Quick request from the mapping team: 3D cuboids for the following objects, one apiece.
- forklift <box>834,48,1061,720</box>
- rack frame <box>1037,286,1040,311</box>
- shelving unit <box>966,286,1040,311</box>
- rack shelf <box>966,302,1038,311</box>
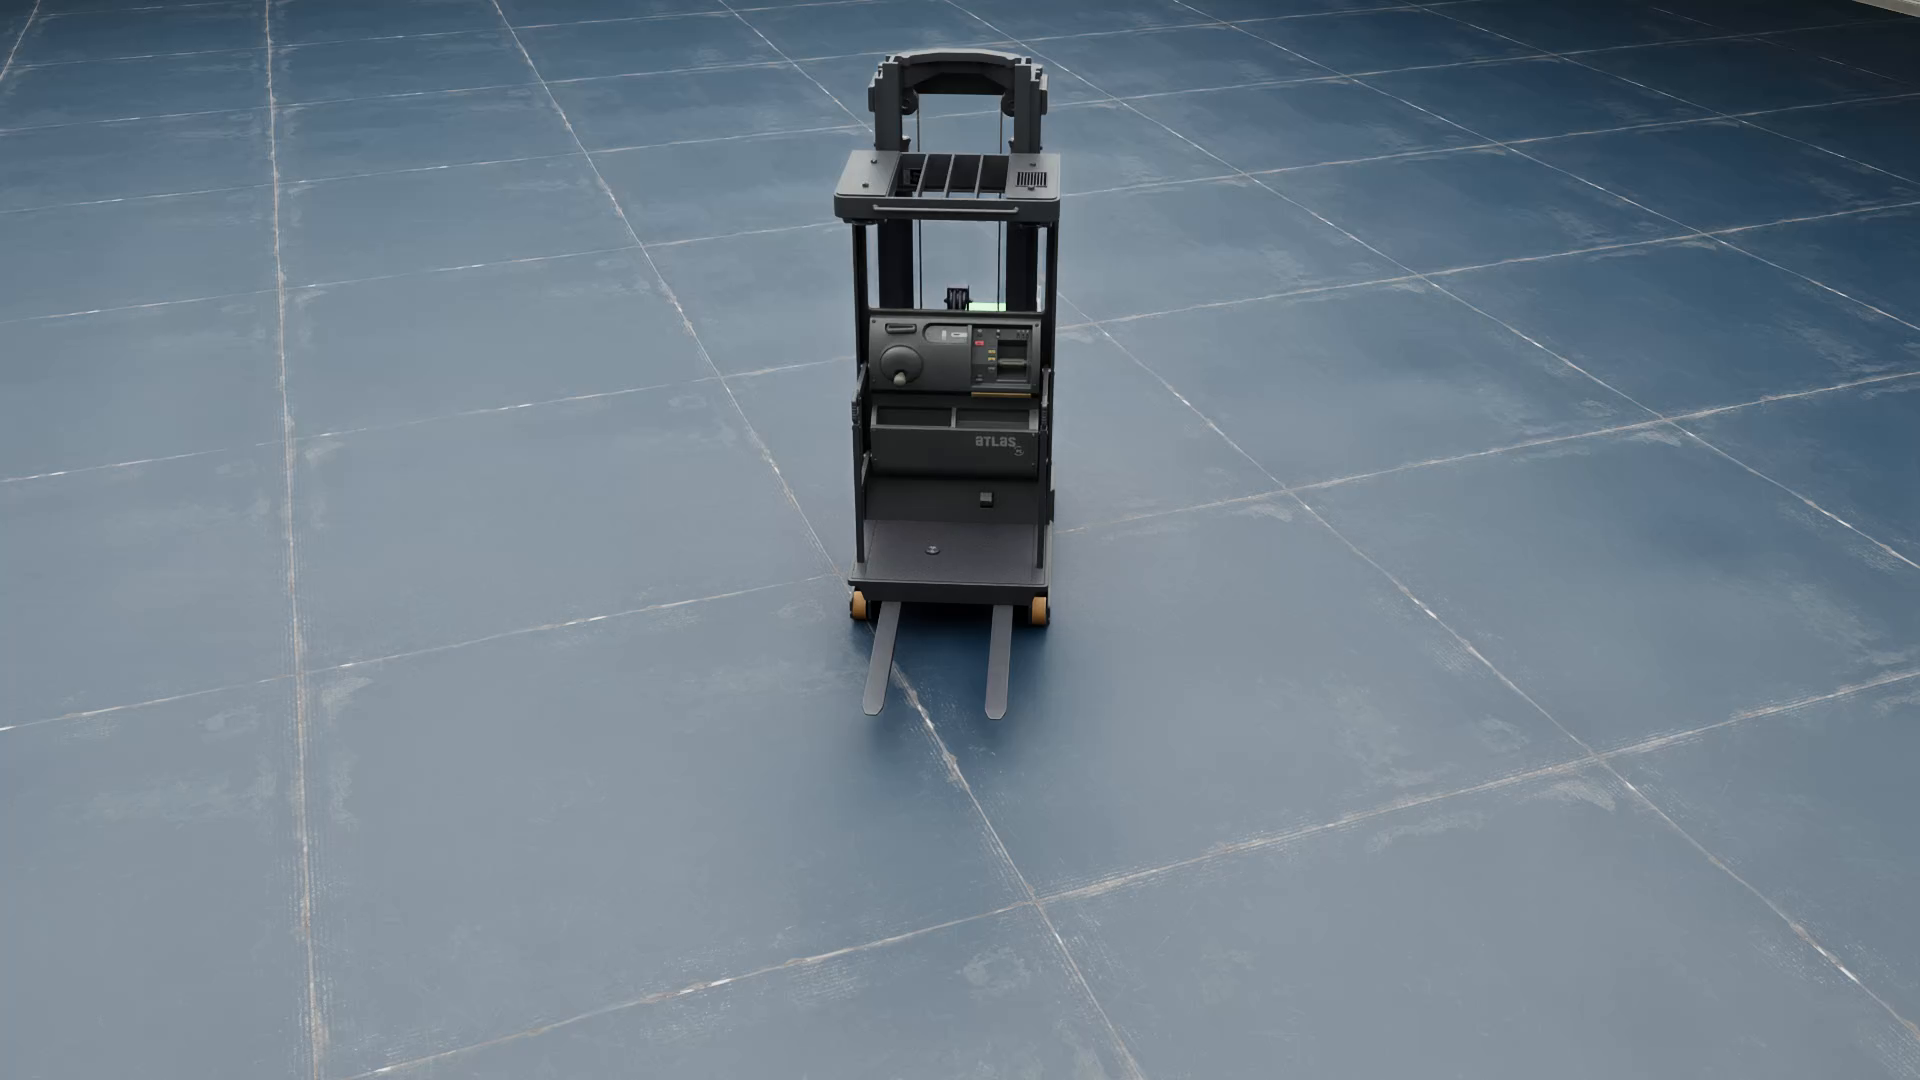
[{"bbox_3d":[-0.039,-0.963,8.830,1.130,2.935,3.031,2,30,3],"label":"forklift"},{"bbox_3d":[0.494,-1.021,10.681,0.015,1.200,0.240,1,30,2],"label":"rack frame"},{"bbox_3d":[0.250,-1.026,10.690,0.503,1.200,0.258,1,30,2],"label":"shelving unit"},{"bbox_3d":[0.250,-1.388,10.484,0.480,0.148,0.258,1,30,2],"label":"rack shelf"}]
